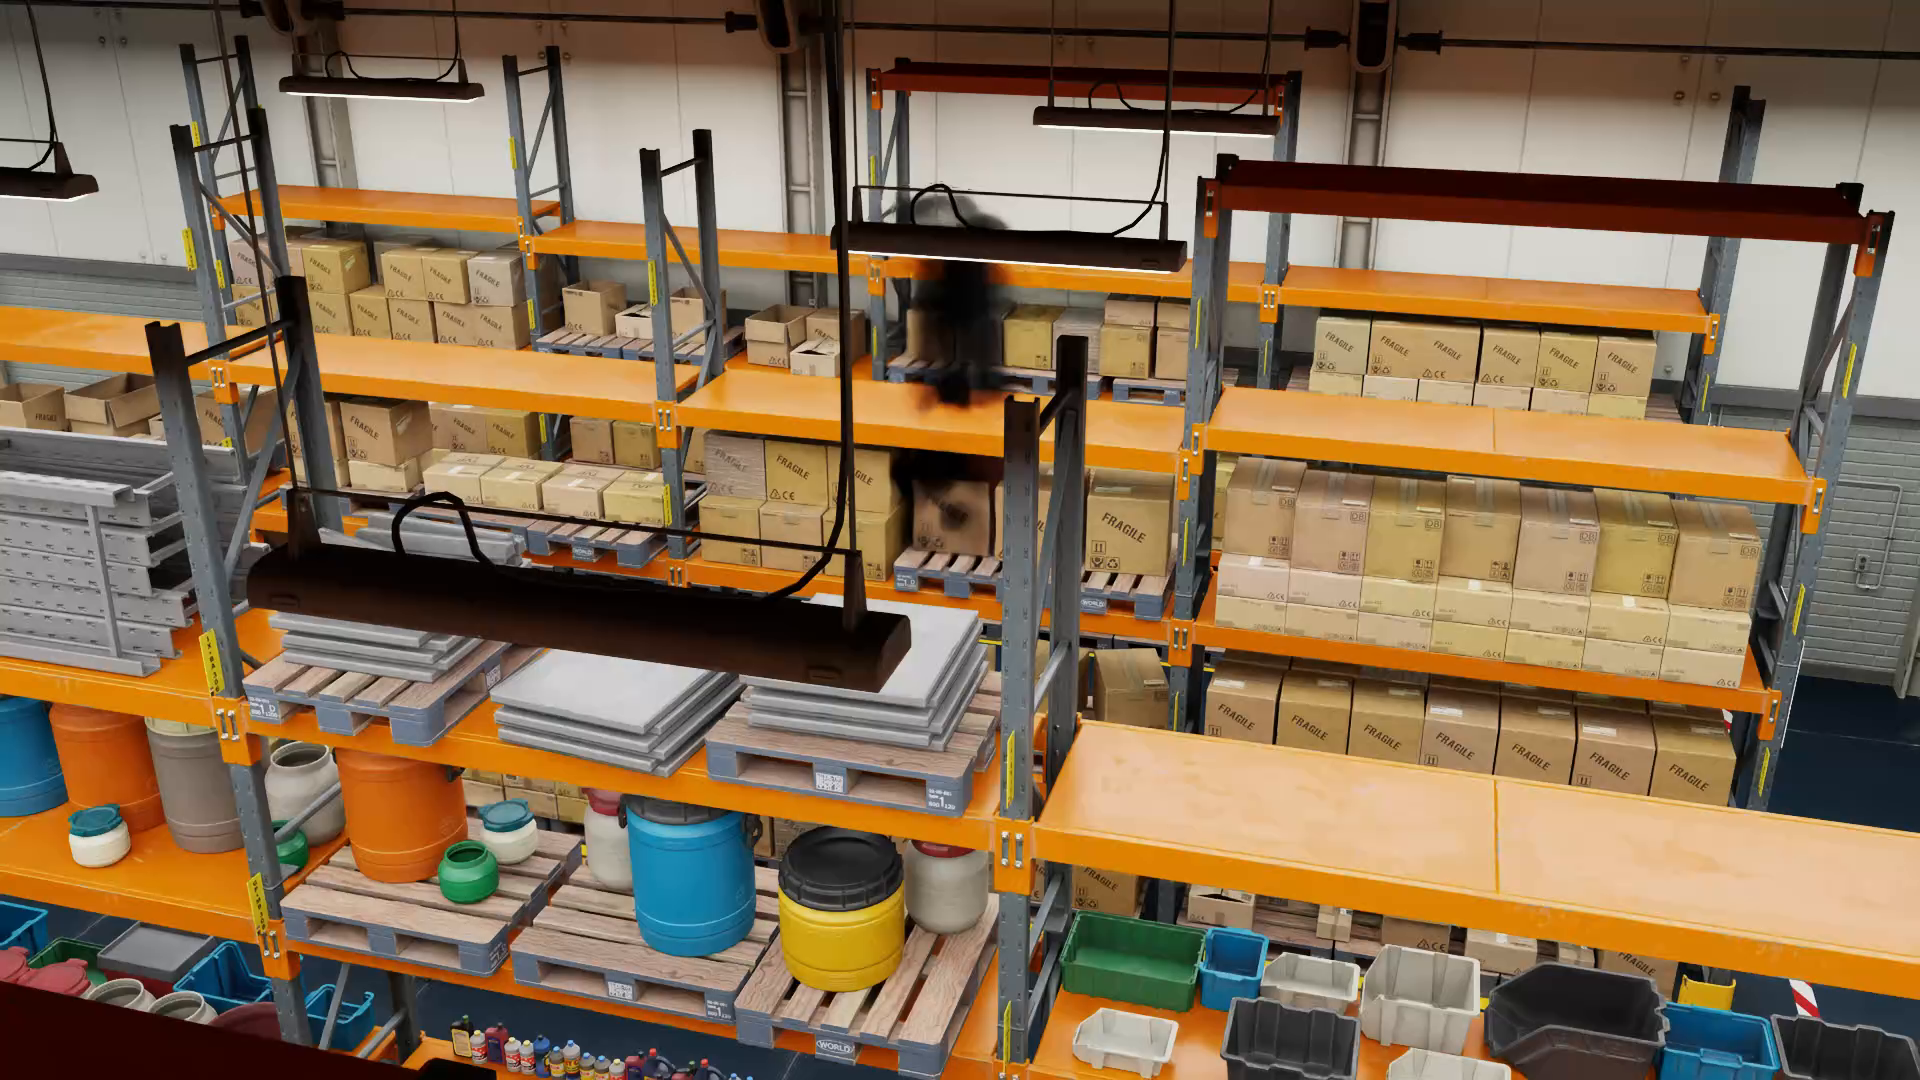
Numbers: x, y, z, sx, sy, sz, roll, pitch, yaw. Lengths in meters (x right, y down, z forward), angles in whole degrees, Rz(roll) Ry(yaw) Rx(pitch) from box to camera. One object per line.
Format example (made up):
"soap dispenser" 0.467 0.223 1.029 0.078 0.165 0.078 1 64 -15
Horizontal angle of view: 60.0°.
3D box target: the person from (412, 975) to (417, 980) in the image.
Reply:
"person" -3.898 2.561 12.418 0.876 1.777 0.687 2 23 6
